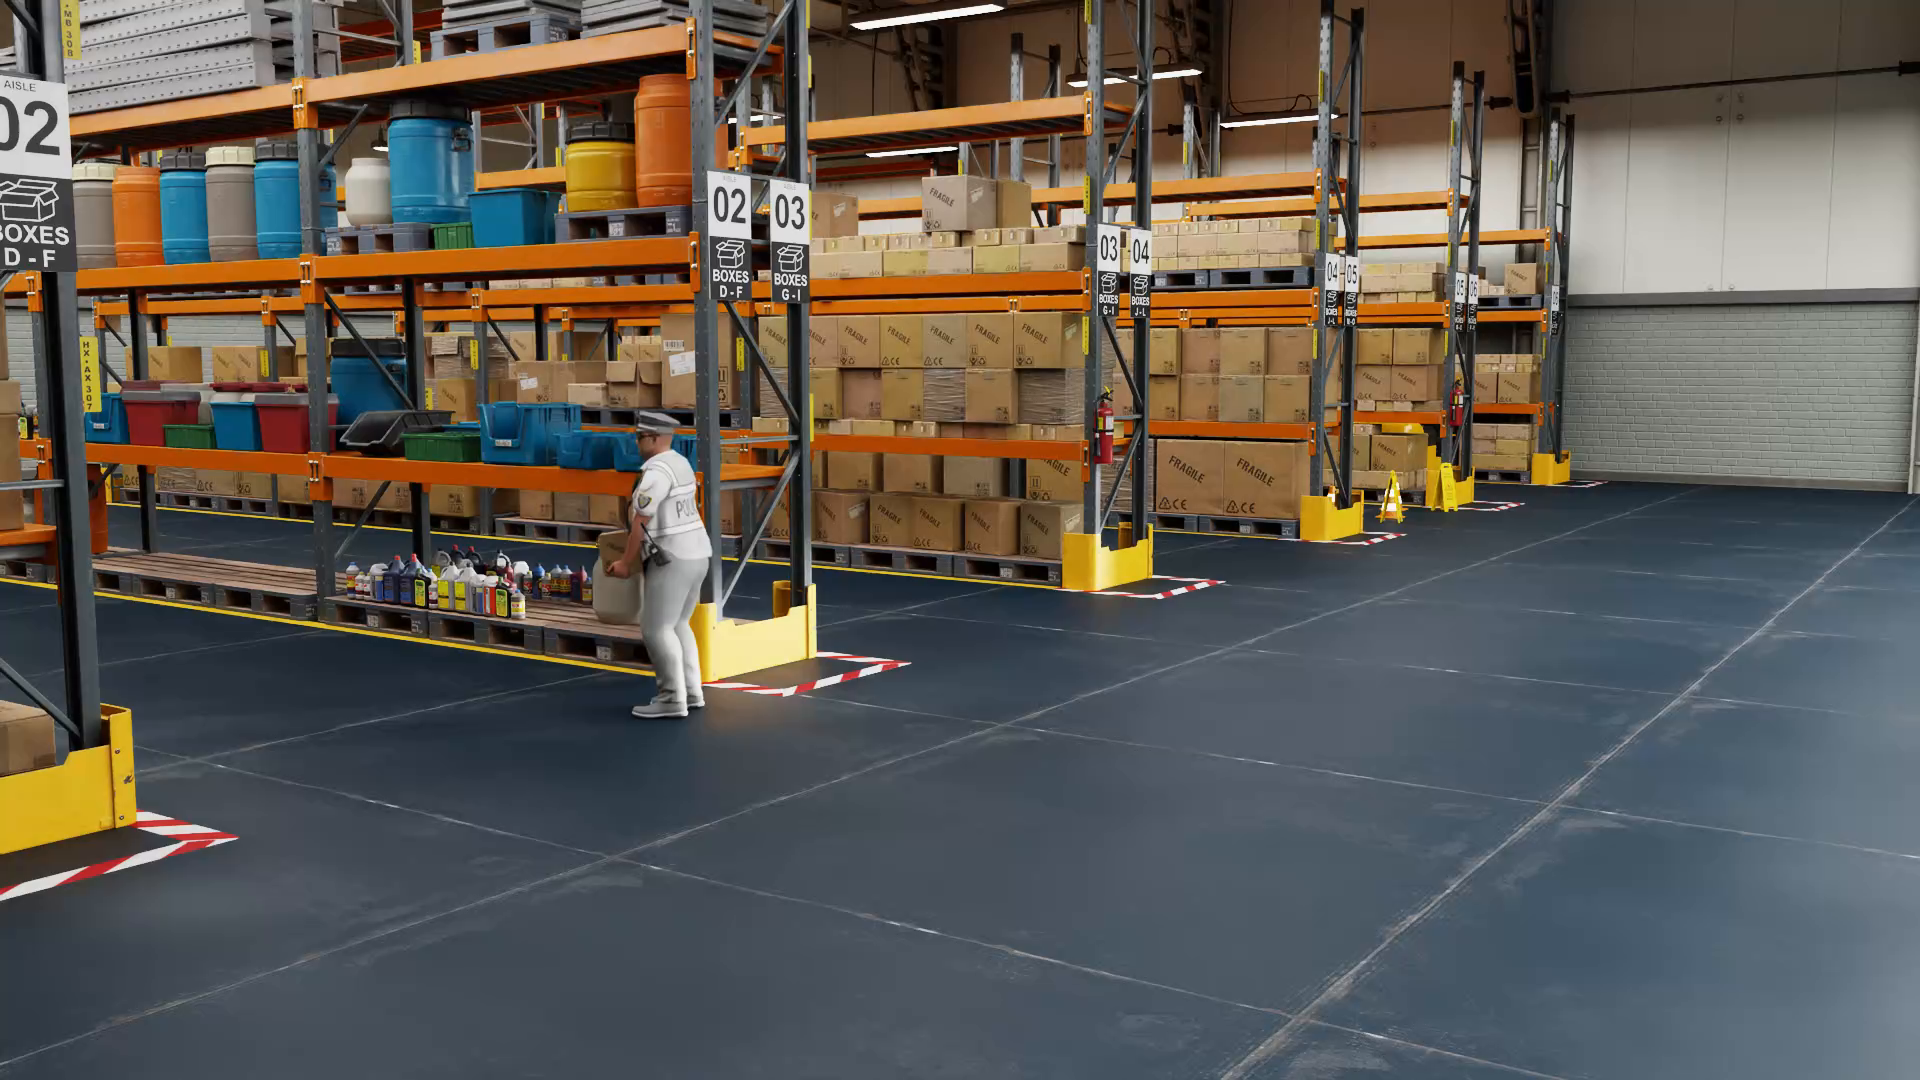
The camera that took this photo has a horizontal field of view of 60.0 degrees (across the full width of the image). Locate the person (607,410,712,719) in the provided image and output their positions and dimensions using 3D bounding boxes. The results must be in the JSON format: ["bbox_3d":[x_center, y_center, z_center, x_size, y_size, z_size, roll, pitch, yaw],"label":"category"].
[{"bbox_3d":[-1.726,0.134,9.554,0.560,1.753,0.489,1,6,10],"label":"person"}]
